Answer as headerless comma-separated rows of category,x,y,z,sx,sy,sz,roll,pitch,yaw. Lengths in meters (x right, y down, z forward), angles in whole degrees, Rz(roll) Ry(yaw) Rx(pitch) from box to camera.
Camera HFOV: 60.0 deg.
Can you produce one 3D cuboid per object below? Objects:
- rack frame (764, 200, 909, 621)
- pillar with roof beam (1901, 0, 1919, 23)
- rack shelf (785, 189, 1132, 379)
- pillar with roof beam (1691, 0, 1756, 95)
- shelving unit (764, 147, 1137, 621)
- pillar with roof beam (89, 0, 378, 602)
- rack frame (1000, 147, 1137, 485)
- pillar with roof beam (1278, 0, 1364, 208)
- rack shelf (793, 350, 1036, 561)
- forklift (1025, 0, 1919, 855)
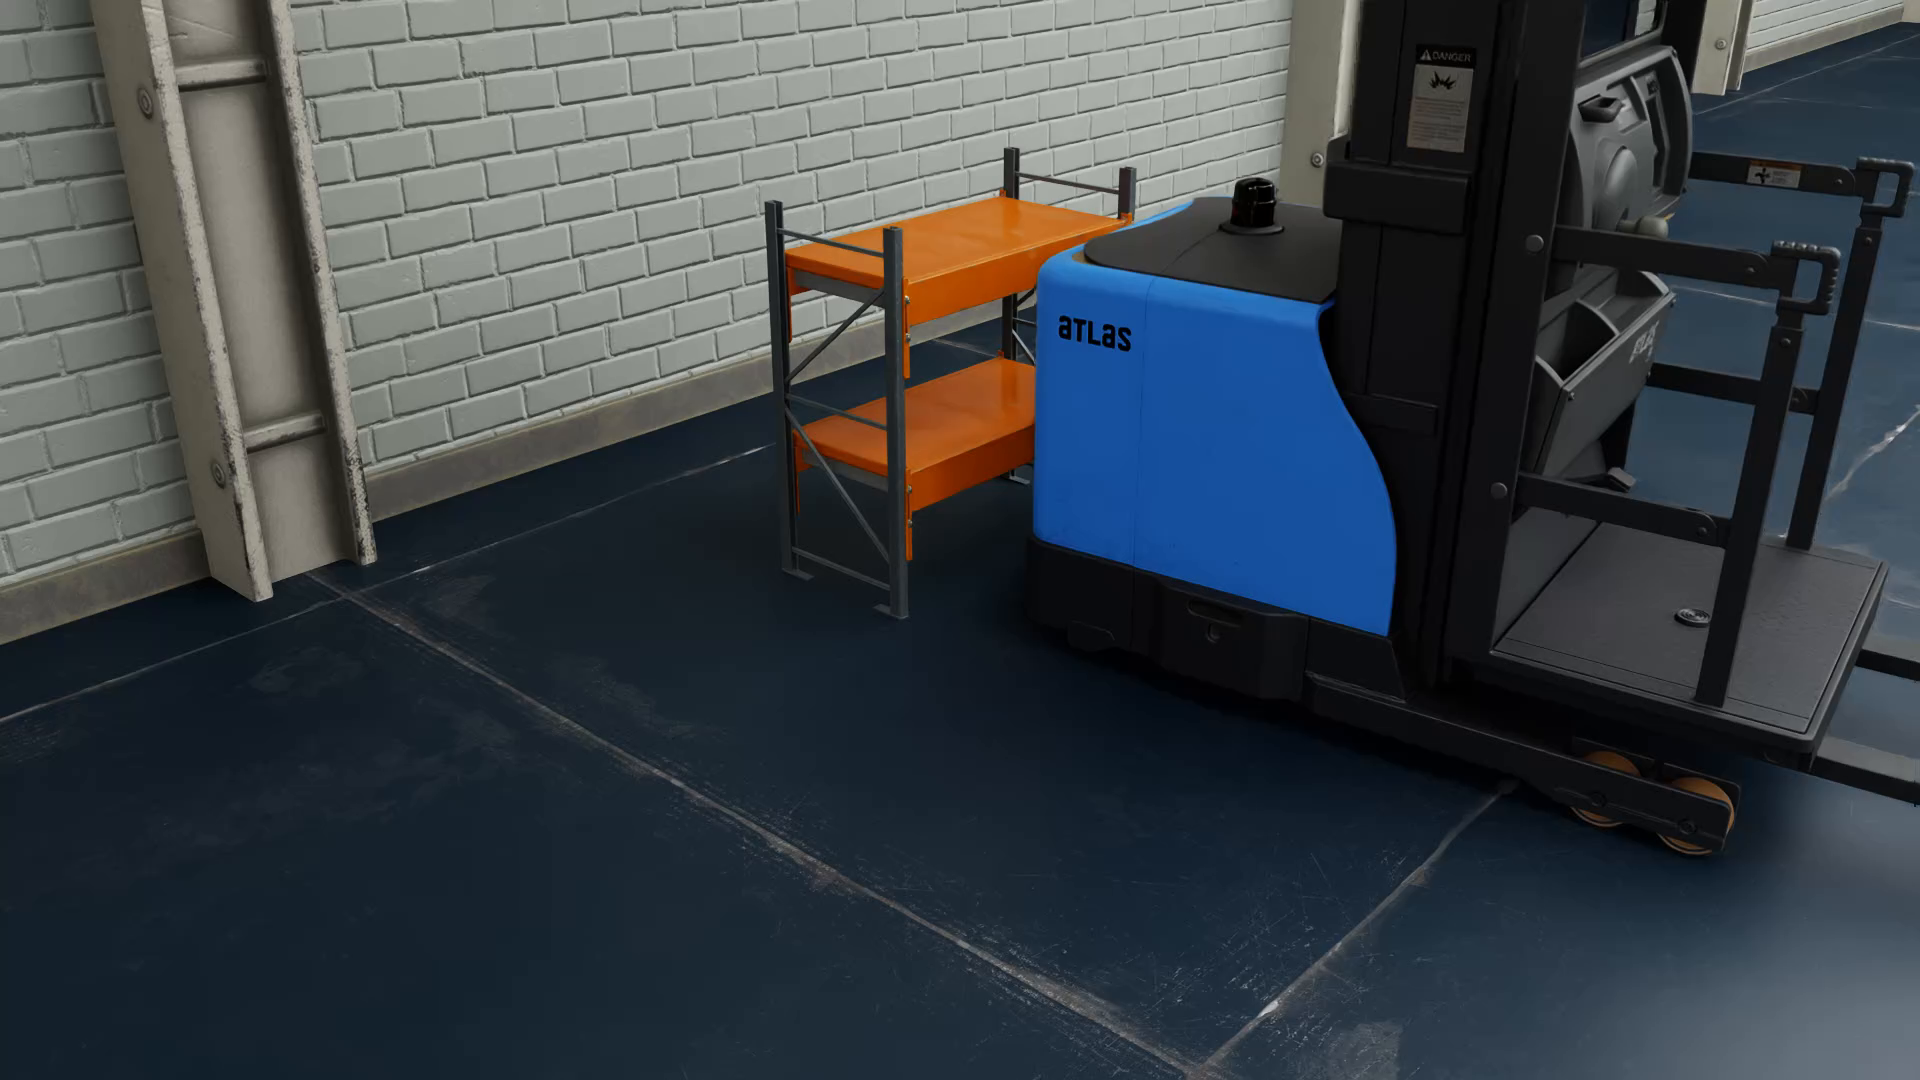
rack frame,-0.344,-0.356,4.670,0.500,1.125,0.032,20,31,38
pillar with roof beam,13.185,-8.335,12.841,9.100,9.000,0.400,20,31,38
rack shelf,-0.005,-0.778,4.896,0.538,0.278,1.000,20,31,38
pillar with roof beam,9.180,-6.507,8.764,9.100,9.000,0.400,20,31,38
shelving unit,-0.005,-0.511,5.015,0.538,1.125,1.048,20,31,38
pillar with roof beam,1.171,-2.851,0.610,9.100,9.000,0.400,20,31,38
rack frame,0.335,-0.666,5.361,0.500,1.125,0.032,20,31,38
pillar with roof beam,5.176,-4.679,4.687,9.100,9.000,0.400,20,31,38
rack shelf,-0.005,-0.288,5.115,0.538,0.278,1.000,20,31,38
forklift,1.683,-0.887,3.645,3.031,2.935,1.130,16,29,31
